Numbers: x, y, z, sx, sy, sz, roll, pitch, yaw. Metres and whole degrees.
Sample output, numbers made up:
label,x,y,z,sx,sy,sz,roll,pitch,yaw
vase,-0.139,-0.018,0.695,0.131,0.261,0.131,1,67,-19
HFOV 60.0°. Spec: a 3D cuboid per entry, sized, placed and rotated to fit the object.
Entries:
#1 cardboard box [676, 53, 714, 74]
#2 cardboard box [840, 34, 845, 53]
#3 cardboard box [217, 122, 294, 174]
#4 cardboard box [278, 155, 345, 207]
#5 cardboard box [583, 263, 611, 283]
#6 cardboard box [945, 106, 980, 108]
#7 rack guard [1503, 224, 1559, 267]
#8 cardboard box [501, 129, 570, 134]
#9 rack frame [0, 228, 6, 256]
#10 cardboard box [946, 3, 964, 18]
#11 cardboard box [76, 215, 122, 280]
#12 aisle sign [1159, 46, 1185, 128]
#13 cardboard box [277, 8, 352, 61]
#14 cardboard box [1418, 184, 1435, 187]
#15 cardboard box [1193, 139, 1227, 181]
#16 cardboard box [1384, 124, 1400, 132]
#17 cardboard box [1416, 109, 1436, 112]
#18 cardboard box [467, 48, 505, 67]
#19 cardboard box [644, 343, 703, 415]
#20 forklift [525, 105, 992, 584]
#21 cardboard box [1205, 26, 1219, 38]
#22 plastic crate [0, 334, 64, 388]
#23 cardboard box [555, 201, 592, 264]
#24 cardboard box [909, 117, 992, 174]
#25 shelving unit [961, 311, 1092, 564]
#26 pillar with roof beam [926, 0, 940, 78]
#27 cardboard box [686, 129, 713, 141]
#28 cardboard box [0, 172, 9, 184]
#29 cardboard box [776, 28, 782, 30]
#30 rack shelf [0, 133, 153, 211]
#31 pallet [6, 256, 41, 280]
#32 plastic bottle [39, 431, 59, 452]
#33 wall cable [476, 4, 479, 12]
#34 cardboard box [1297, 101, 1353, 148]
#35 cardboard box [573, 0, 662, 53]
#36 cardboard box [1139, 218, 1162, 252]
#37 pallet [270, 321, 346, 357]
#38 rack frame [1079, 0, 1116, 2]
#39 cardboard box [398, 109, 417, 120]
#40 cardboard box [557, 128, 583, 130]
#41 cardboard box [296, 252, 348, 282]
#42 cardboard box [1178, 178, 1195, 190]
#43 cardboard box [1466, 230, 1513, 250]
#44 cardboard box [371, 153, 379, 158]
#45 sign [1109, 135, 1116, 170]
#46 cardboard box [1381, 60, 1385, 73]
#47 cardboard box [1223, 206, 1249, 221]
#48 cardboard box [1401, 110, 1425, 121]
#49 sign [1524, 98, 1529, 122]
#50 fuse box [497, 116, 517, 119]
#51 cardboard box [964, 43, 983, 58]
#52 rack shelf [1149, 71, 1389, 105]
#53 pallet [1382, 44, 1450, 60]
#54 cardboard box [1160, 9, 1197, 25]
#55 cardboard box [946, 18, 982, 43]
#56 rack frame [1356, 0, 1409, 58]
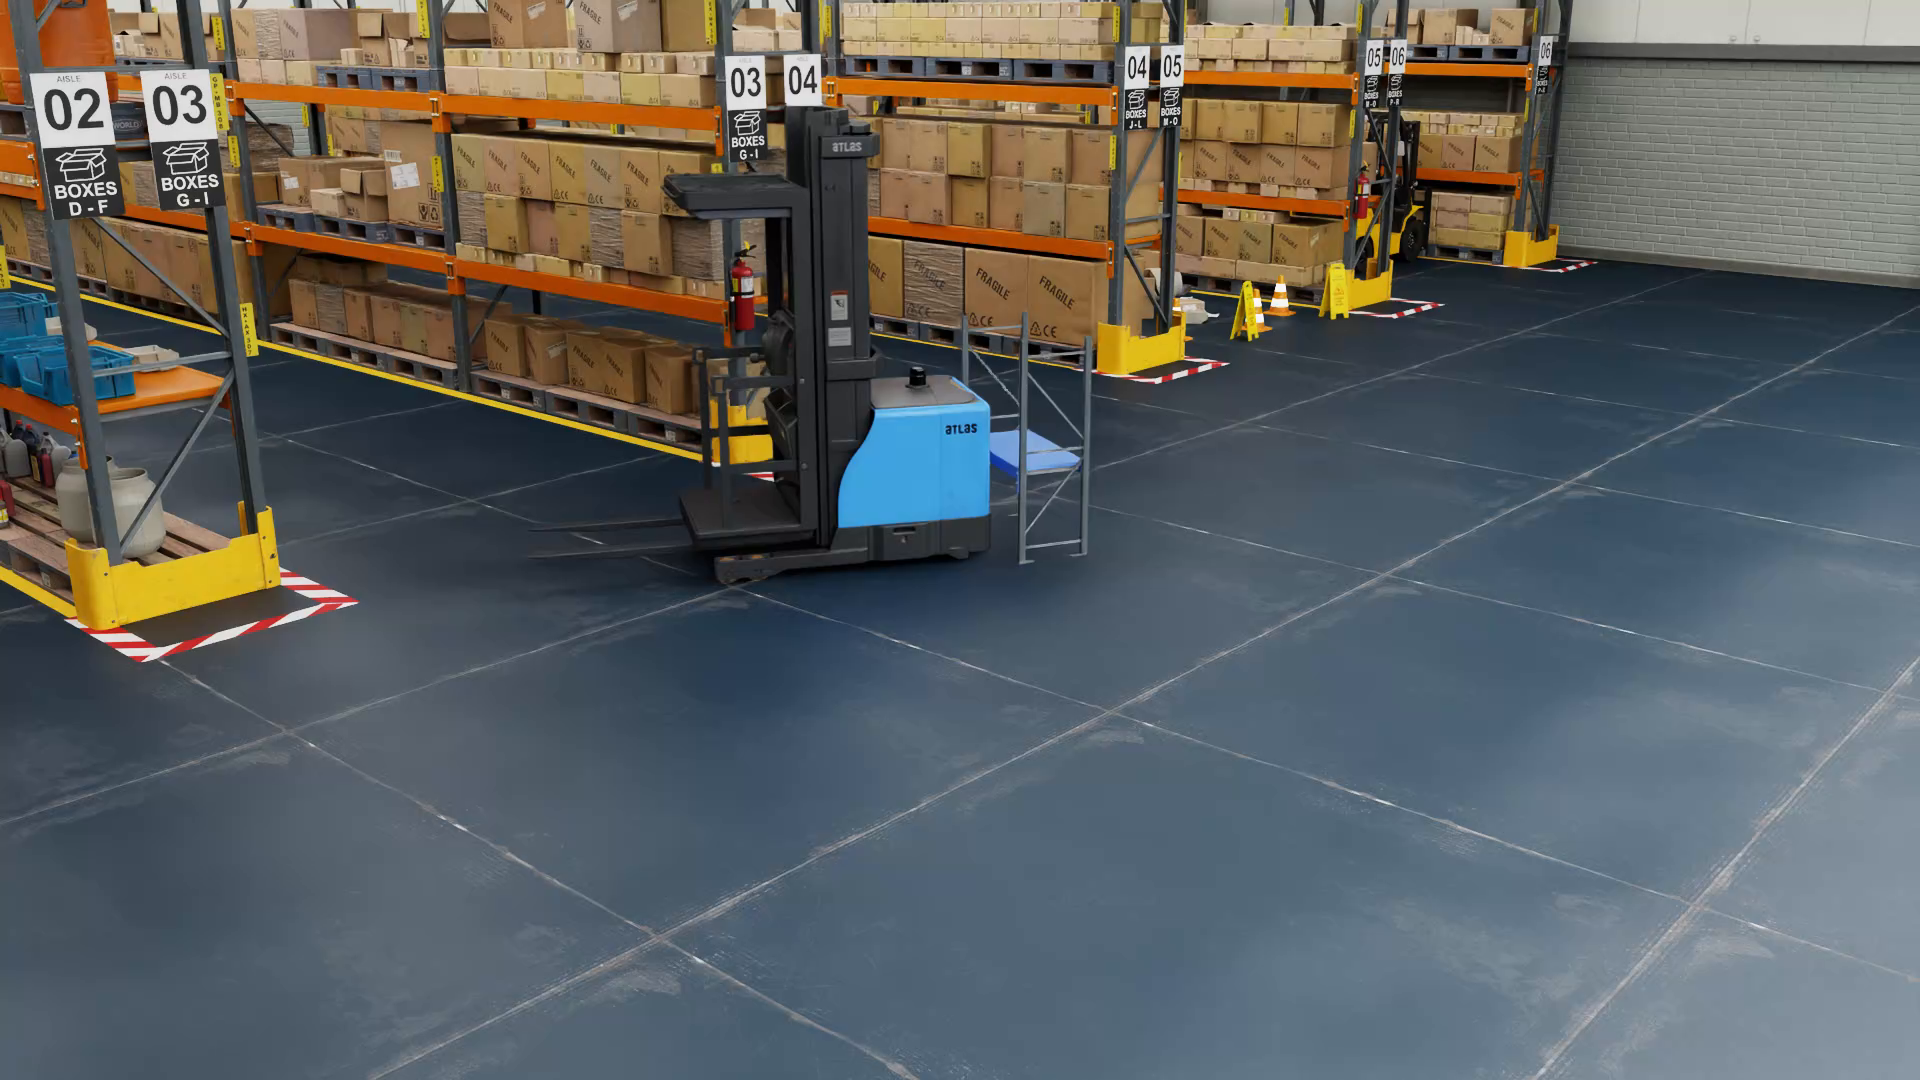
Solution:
label,x,y,z,sx,sy,sz,roll,pitch,yaw
cardboard box,-2.023,-3.777,13.183,0.250,0.149,0.380,14,22,38
cardboard box,-1.401,-5.861,19.524,0.396,0.266,0.258,15,23,38
cardboard box,-8.011,-4.447,18.842,0.637,0.503,0.797,16,24,41
cardboard box,-7.044,-3.919,18.143,0.500,0.500,0.500,12,21,33
cardboard box,-3.033,-2.333,14.419,0.250,0.149,0.380,15,23,39
cardboard box,0.022,-6.273,25.067,0.500,0.500,0.500,15,23,38
rack guard,8.396,-4.334,24.442,0.348,0.500,1.175,15,23,39
cardboard box,-3.964,-3.606,15.704,0.500,0.500,0.500,15,23,39
rack frame,-13.458,-5.377,23.596,0.127,3.000,1.000,15,23,39
cardboard box,0.069,-5.552,17.426,0.250,0.149,0.380,15,23,39
cardboard box,-10.907,-3.912,21.798,0.875,0.875,0.875,15,23,39
aisle sign,2.129,-4.559,16.721,0.004,0.787,0.394,15,23,39
cardboard box,-6.536,-5.132,16.873,0.500,0.500,0.500,14,22,38
cardboard box,7.023,-5.343,25.686,0.500,0.250,0.500,14,23,38
cardboard box,3.388,-4.952,21.598,0.500,0.500,0.500,15,23,40
cardboard box,6.594,-6.252,25.115,0.250,0.149,0.380,14,23,38
cardboard box,7.131,-6.462,25.285,0.250,0.149,0.380,15,23,40
cardboard box,-4.200,-4.343,14.967,0.250,0.149,0.380,14,22,37
cardboard box,-2.417,-1.415,14.549,0.500,0.500,0.500,-11,21,-31
forklift,-1.363,-1.293,10.840,3.031,2.935,1.130,-5,18,-15
cardboard box,3.331,-6.469,21.176,0.250,0.149,0.380,16,23,40
plastic crate,-5.834,-1.138,10.483,0.408,0.251,0.499,15,23,39
cardboard box,-3.050,-2.757,14.683,0.500,0.500,0.875,15,23,39
cardboard box,-0.061,-4.350,18.327,0.550,0.550,0.875,15,23,39
shelving unit,0.435,-0.731,11.435,0.538,1.500,1.048,-7,19,-21
pillar with roof beam,-3.377,-10.169,28.778,0.400,9.000,9.100,15,23,39
cardboard box,-3.014,-5.101,20.907,0.500,0.500,0.700,15,23,38
cardboard box,-12.832,-4.957,22.687,0.250,0.149,0.380,15,23,38
cardboard box,-2.755,-7.936,26.228,0.396,0.266,0.258,-16,24,-41
rack shelf,-6.275,-2.532,10.863,4.000,0.370,1.077,15,23,39
pallet,-12.808,-3.905,23.568,1.213,0.211,1.003,15,23,39
plastic bottle,-6.713,-0.627,12.279,0.185,0.351,0.144,15,23,39
wall cable,-10.821,-11.727,33.686,0.029,3.000,2.355,15,23,39
cardboard box,4.560,-5.126,20.494,0.500,0.500,0.700,14,23,38
cardboard box,-2.819,-4.276,13.684,0.500,0.500,0.500,15,23,39
cardboard box,2.765,-4.172,22.412,0.500,0.500,0.500,16,24,41
pallet,-6.891,-2.284,18.461,1.213,0.211,1.003,15,23,39
rack frame,2.395,-9.996,28.233,0.127,3.000,1.000,15,23,39
cardboard box,-8.020,-6.478,24.754,0.500,0.500,0.500,14,22,38
cardboard box,-5.492,-5.688,23.313,0.250,0.149,0.380,15,23,39
cardboard box,-6.954,-3.019,18.330,0.500,0.250,0.500,16,24,41
cardboard box,3.068,-4.695,21.863,0.250,0.149,0.380,15,23,40
cardboard box,7.817,-4.443,24.504,0.500,0.250,0.500,15,23,40
cardboard box,-8.865,-5.918,25.717,0.250,0.149,0.380,16,24,41
sign,1.506,-3.811,16.356,0.005,0.325,0.100,15,23,39
cardboard box,5.054,-5.857,20.564,0.250,0.149,0.380,15,23,39
cardboard box,3.613,-4.228,21.514,0.250,0.149,0.380,16,24,42
cardboard box,6.820,-6.360,24.964,0.250,0.149,0.380,15,23,40
sign,8.008,-6.075,23.490,0.005,0.325,0.100,15,23,39
fuse box,-9.610,-8.578,35.812,0.414,1.711,0.539,15,23,39
cardboard box,0.262,-5.121,17.385,0.250,0.149,0.380,15,23,40
rack shelf,3.591,-5.895,21.459,4.000,0.370,1.077,15,23,39
pallet,6.950,-7.311,24.876,1.213,0.211,1.003,15,23,39
cardboard box,3.536,-8.457,27.317,0.500,0.500,0.500,16,23,41
cardboard box,0.200,-5.352,17.456,0.500,0.250,0.500,15,23,40
rack frame,5.087,-7.266,19.631,0.127,3.000,1.000,15,23,39
